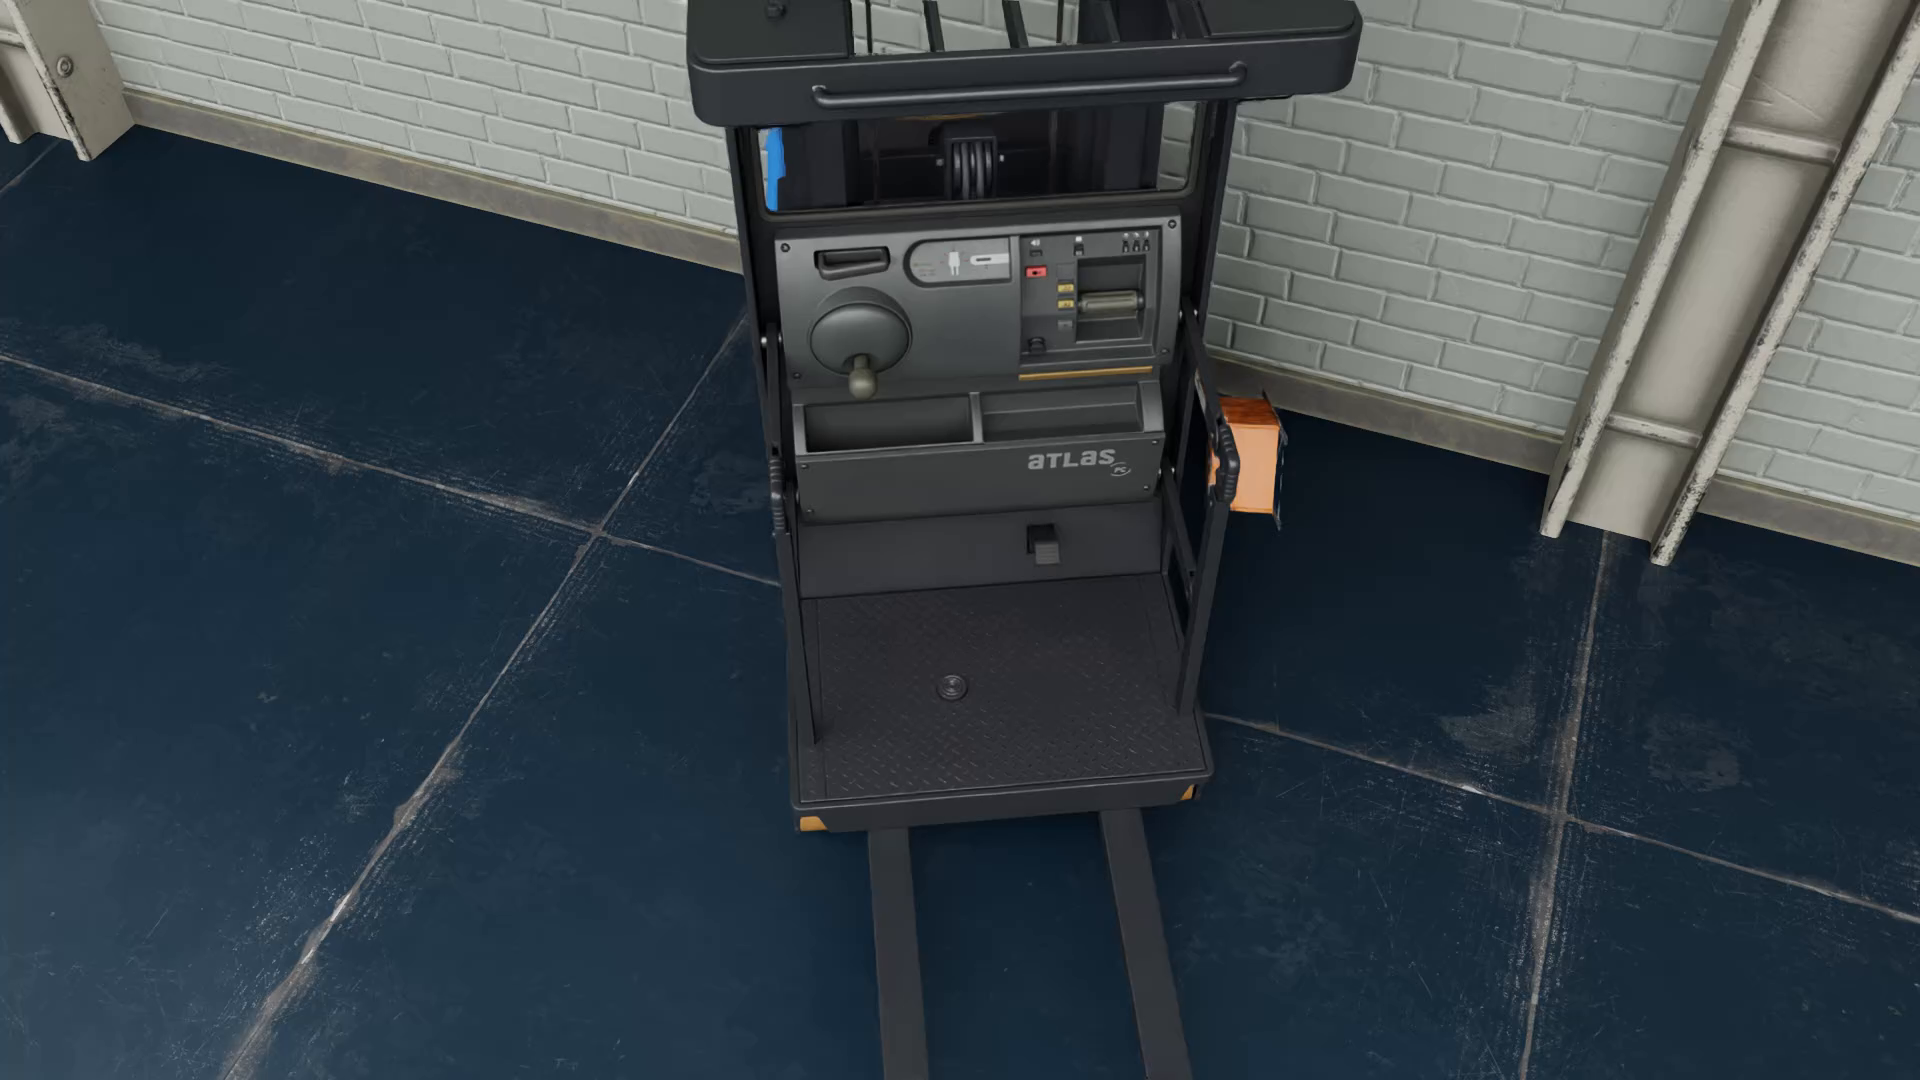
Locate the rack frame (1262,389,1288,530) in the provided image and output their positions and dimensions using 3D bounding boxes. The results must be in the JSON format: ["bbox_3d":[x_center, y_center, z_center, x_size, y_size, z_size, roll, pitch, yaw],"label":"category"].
[{"bbox_3d":[0.902,-0.258,4.830,0.006,0.240,1.200,4,12,7],"label":"rack frame"}]

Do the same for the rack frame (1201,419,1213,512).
[{"bbox_3d":[0.721,-0.270,4.852,0.006,0.240,1.200,4,12,7],"label":"rack frame"}]

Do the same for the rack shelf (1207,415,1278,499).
[{"bbox_3d":[0.787,-0.226,4.651,0.180,0.258,0.103,4,12,7],"label":"rack shelf"}]

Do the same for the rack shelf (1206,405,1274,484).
[{"bbox_3d":[0.817,-0.272,4.884,0.180,0.258,0.103,4,12,7],"label":"rack shelf"}]

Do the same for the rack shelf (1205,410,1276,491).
[{"bbox_3d":[0.802,-0.249,4.768,0.180,0.258,0.103,4,12,7],"label":"rack shelf"}]

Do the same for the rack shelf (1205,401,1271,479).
[{"bbox_3d":[0.833,-0.295,5.001,0.180,0.258,0.103,4,12,7],"label":"rack shelf"}]

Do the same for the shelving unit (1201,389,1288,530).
[{"bbox_3d":[0.812,-0.264,4.841,0.189,0.258,1.200,4,12,7],"label":"shelving unit"}]

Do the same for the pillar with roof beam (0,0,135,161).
[{"bbox_3d":[-5.046,-1.544,0.633,0.400,9.000,9.100,16,51,13],"label":"pillar with roof beam"}]

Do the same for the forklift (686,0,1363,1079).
[{"bbox_3d":[0.070,-0.443,3.694,1.130,2.935,3.031,-4,49,-4],"label":"forklift"}]

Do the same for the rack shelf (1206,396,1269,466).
[{"bbox_3d":[0.848,-0.319,5.118,0.180,0.258,0.103,4,12,7],"label":"rack shelf"}]

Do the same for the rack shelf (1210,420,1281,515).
[{"bbox_3d":[0.771,-0.203,4.534,0.180,0.258,0.103,4,12,7],"label":"rack shelf"}]
